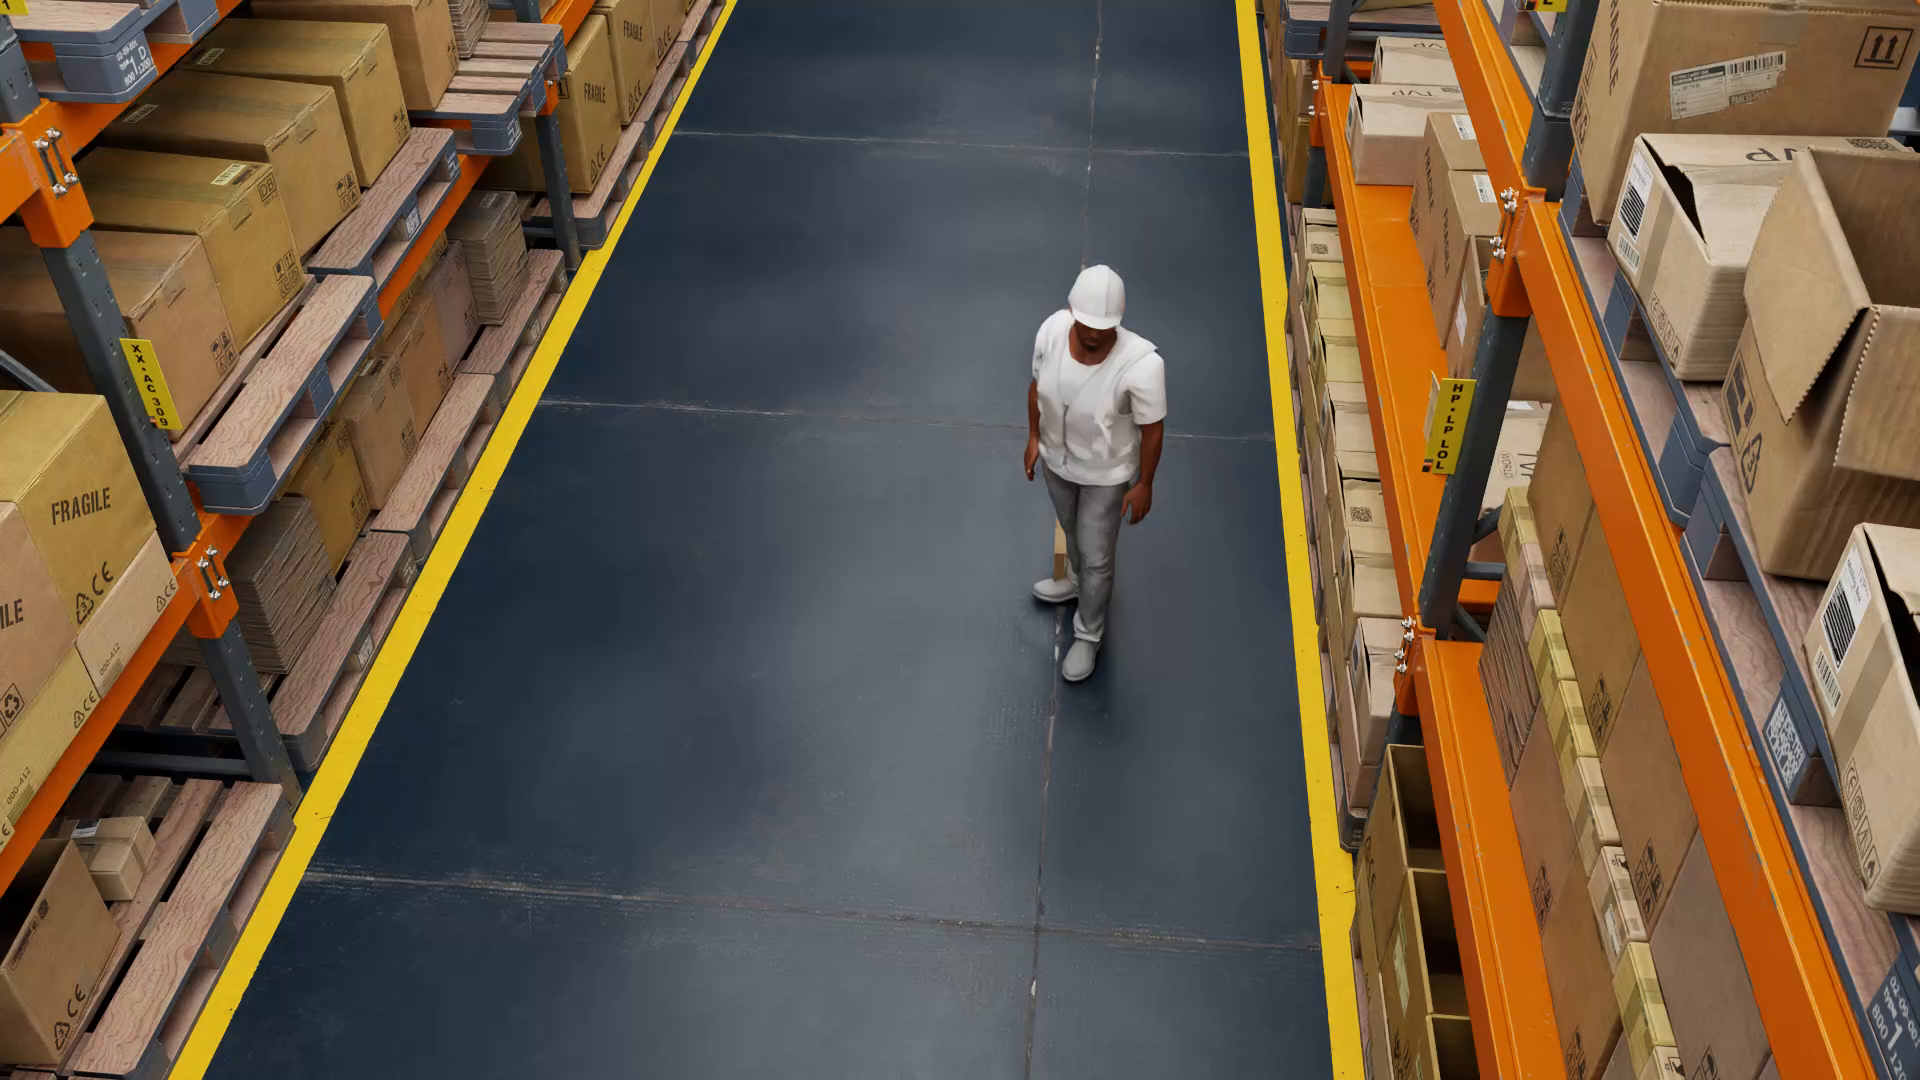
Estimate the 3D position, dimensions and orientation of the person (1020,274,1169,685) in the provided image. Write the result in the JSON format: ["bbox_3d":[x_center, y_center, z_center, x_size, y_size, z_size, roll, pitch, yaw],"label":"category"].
[{"bbox_3d":[0.497,-0.277,6.468,0.588,1.766,0.571,26,46,27],"label":"person"}]
